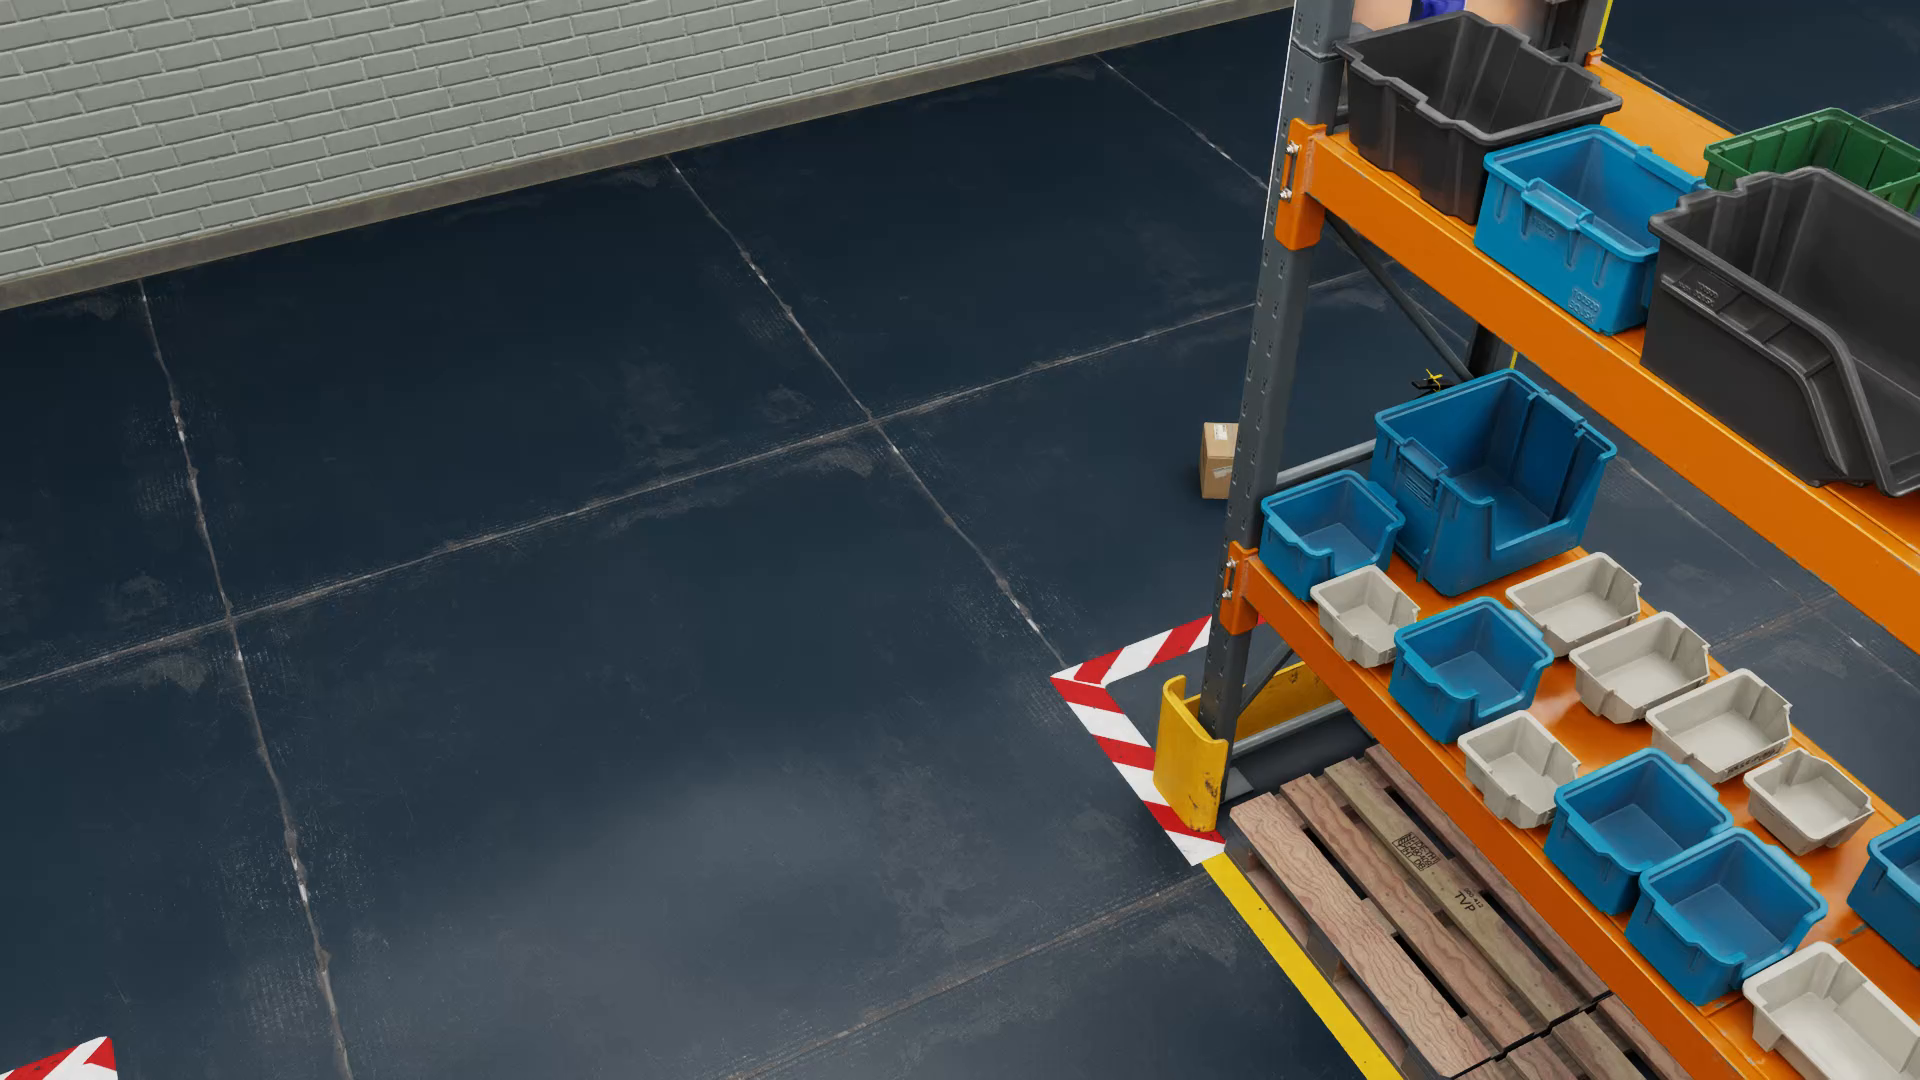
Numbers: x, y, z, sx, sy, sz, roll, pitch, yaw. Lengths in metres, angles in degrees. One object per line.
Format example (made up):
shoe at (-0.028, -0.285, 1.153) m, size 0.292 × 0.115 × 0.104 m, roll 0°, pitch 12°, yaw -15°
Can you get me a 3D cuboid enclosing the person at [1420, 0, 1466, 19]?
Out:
person at (2.578, -2.380, 8.811) m, size 0.472 × 1.651 × 0.449 m, roll 27°, pitch 48°, yaw 27°
